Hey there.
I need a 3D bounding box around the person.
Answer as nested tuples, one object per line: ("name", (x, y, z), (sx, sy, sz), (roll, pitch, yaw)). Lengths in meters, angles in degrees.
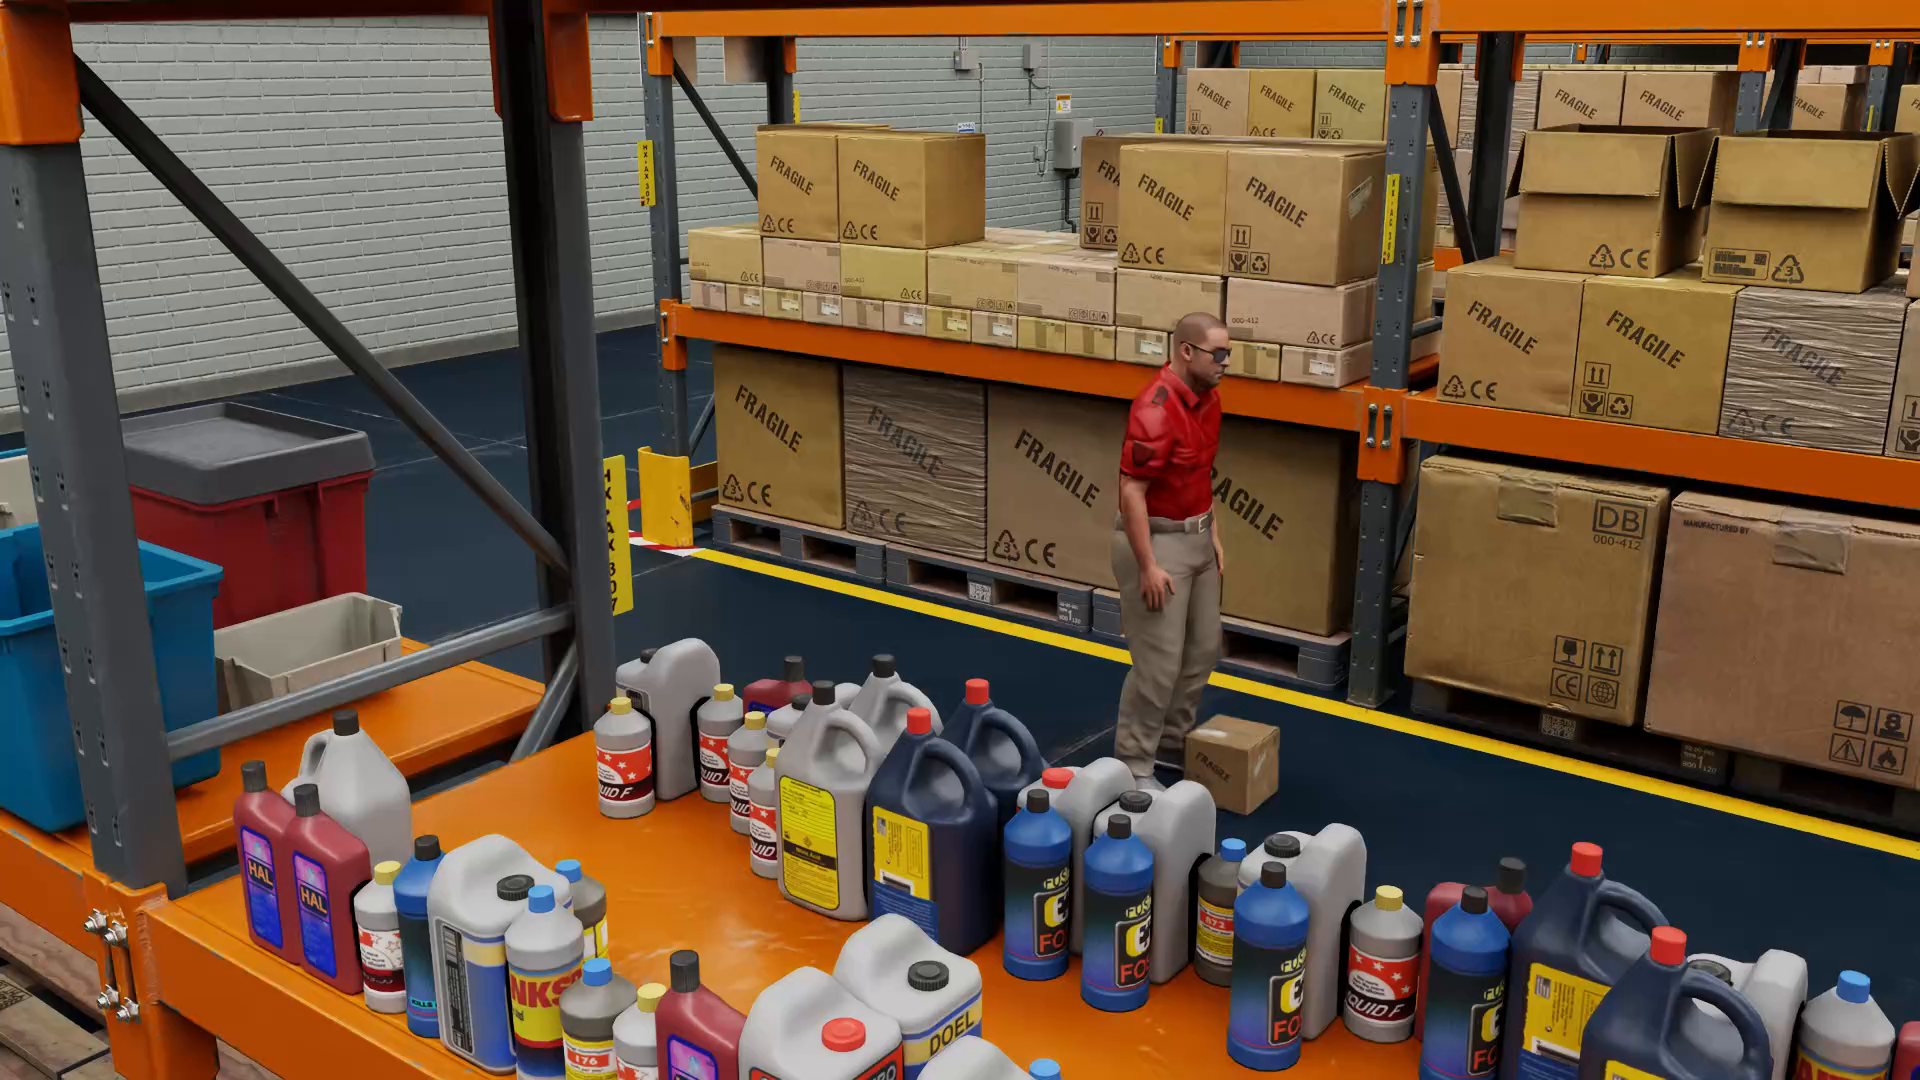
("person", (0.759, 0.055, 5.876), (0.390, 1.727, 0.578), (11, 20, 33))
